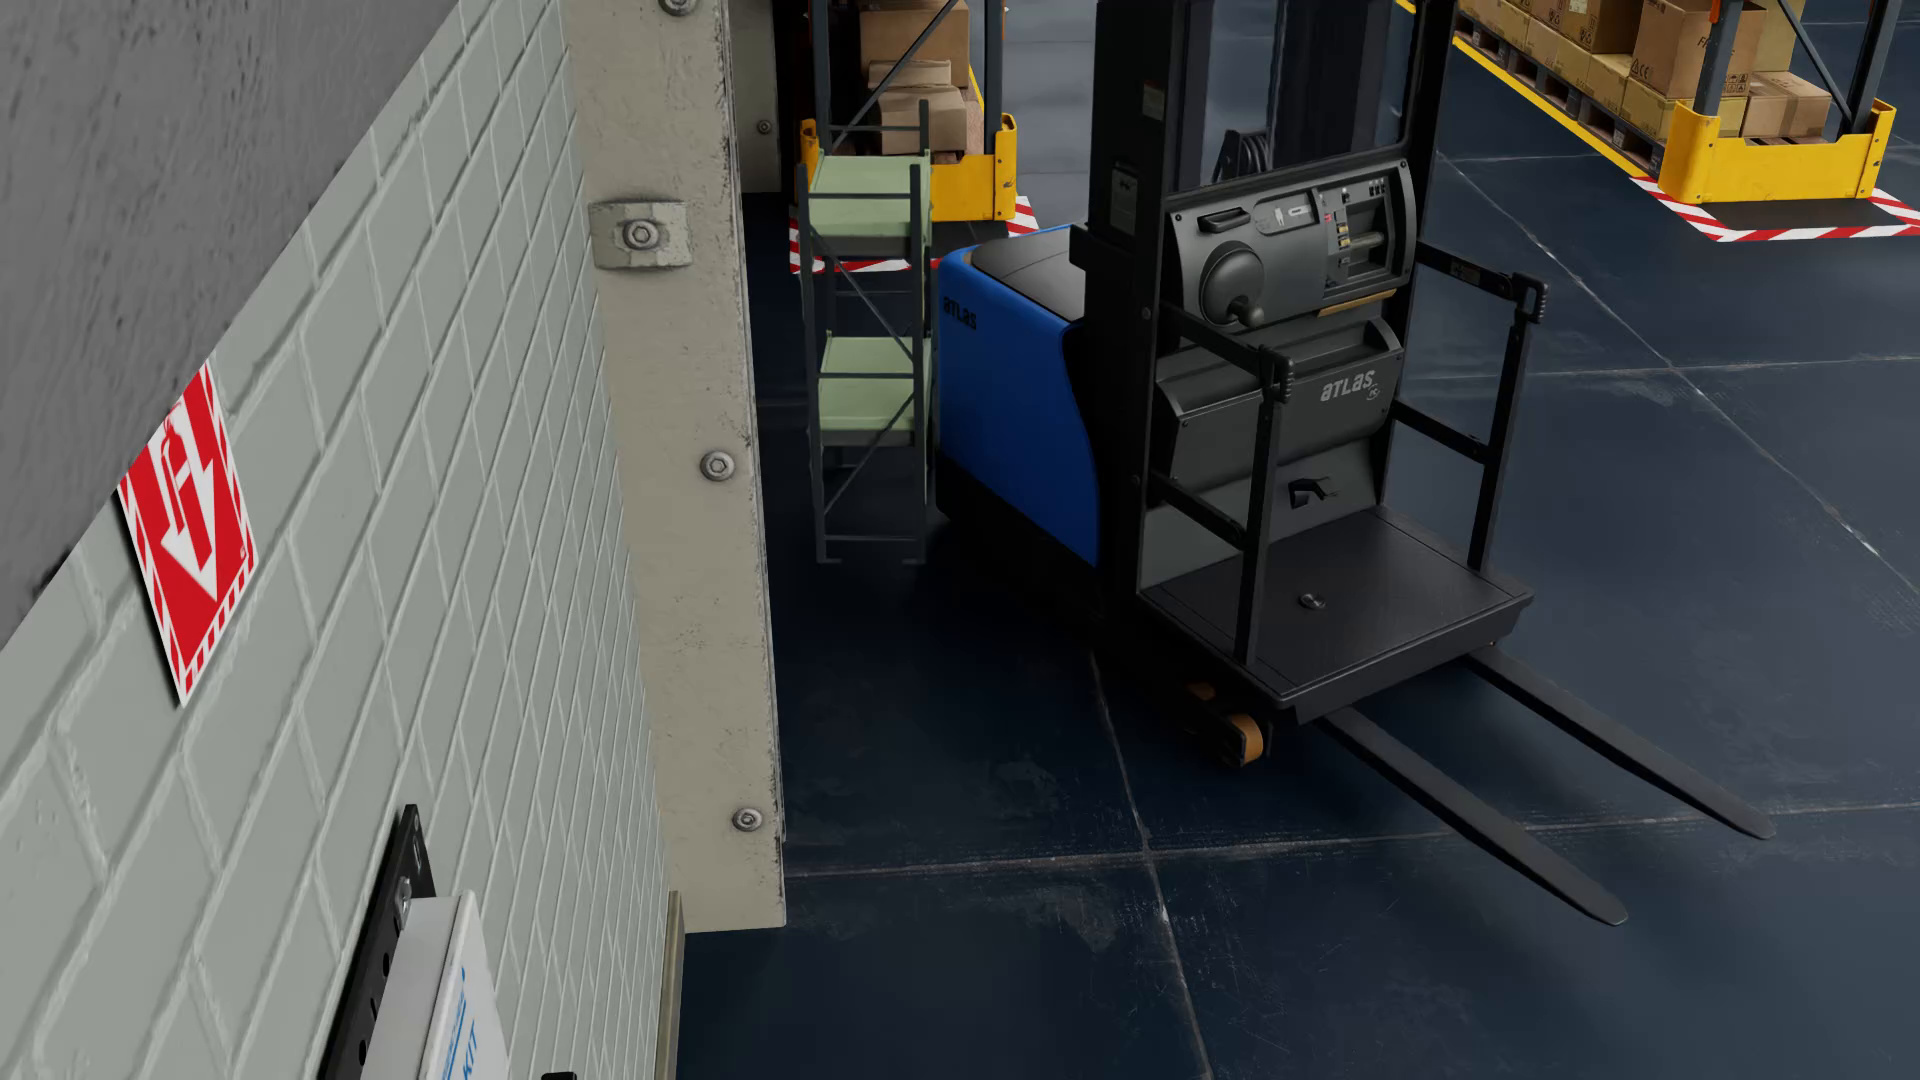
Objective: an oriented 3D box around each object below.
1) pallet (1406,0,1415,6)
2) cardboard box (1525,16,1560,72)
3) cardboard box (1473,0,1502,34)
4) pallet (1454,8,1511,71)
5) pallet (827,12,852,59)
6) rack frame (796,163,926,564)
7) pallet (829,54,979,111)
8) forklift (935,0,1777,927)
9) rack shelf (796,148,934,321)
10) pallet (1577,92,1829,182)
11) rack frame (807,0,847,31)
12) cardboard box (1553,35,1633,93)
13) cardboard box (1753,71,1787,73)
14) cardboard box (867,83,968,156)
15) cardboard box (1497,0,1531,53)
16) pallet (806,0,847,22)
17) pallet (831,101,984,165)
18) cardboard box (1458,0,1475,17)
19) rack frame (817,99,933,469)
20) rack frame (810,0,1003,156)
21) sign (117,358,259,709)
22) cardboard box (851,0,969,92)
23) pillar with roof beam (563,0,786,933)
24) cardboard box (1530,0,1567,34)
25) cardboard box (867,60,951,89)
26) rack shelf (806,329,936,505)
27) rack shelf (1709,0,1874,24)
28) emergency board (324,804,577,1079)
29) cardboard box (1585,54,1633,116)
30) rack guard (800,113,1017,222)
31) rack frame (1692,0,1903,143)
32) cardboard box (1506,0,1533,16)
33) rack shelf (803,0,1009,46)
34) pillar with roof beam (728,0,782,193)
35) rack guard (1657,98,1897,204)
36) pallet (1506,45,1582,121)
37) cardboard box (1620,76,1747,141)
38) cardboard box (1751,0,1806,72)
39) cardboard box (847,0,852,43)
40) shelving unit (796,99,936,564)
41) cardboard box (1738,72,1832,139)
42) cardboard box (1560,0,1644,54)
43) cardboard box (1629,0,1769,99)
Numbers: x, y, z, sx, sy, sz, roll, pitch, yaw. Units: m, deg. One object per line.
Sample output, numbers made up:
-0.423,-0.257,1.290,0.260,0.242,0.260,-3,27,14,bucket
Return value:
4.173,-4.543,13.649,1.003,0.211,1.213,-3,31,-5,pallet
4.158,-3.348,11.202,0.500,0.250,0.500,-3,31,-5,cardboard box
4.064,-3.859,12.057,0.500,0.250,0.500,-3,31,-5,cardboard box
4.313,-3.760,12.340,1.003,0.211,1.213,-3,31,-5,pallet
-0.553,-3.588,12.051,1.003,0.211,1.213,-3,31,-5,pallet
-0.326,-0.562,5.728,0.400,1.500,0.023,1,31,1,rack frame
-0.436,-2.964,11.006,1.003,0.211,1.213,-3,31,-5,pallet
1.120,-0.842,4.801,1.130,2.935,3.031,-18,35,-27,forklift
-0.319,-1.085,5.842,0.431,0.370,0.720,1,31,1,rack shelf
4.541,-2.515,10.254,1.003,0.211,1.213,-3,31,-5,pallet
-0.651,-5.126,11.907,1.000,3.000,0.127,-3,31,-5,rack frame
4.203,-3.093,10.774,0.500,0.250,0.500,-3,31,-5,cardboard box
4.776,-2.863,10.389,0.500,0.250,0.500,-3,31,-5,cardboard box
-0.252,-2.476,9.663,0.500,0.311,0.500,-6,31,-10,cardboard box
4.106,-3.603,11.629,0.500,0.250,0.500,-3,31,-5,cardboard box
-0.725,-4.327,13.288,1.003,0.211,1.213,-3,31,-5,pallet
-0.325,-2.342,9.965,1.003,0.211,1.213,-3,31,-5,pallet
4.022,-4.114,12.484,0.500,0.250,0.500,-3,31,-5,cardboard box
-0.311,-0.937,6.356,0.400,1.500,0.023,1,31,1,rack frame
-0.277,-3.084,8.488,1.000,3.000,0.127,-3,31,-5,rack frame
-0.549,-0.059,1.164,0.001,0.298,0.199,-3,31,-5,sign
-0.324,-3.225,10.733,0.700,0.500,0.500,-5,31,-8,cardboard box
3.643,-3.118,2.695,9.100,9.000,0.400,-3,31,-5,pillar with roof beam
4.155,-3.670,11.009,0.500,0.500,0.500,-3,31,-5,cardboard box
-0.305,-2.767,10.151,0.500,0.311,0.500,0,31,0,cardboard box
-0.318,-0.470,6.209,0.431,0.370,0.720,1,31,1,rack shelf
4.468,-4.036,10.783,1.077,0.370,4.000,-3,31,-5,rack shelf
-0.450,0.927,1.773,0.194,1.169,0.643,-3,31,-5,emergency board
4.252,-2.837,10.347,0.500,0.250,0.500,-3,31,-5,cardboard box
-0.284,-2.050,9.194,1.175,0.500,0.348,-3,31,-5,rack guard
4.655,-3.323,8.889,1.000,3.000,0.127,-3,31,-5,rack frame
4.106,-3.925,11.436,0.500,0.500,0.500,-3,31,-5,cardboard box
-0.464,-3.796,10.382,1.077,0.370,4.000,-3,31,-5,rack shelf
3.082,-6.182,7.824,9.100,9.000,0.400,-3,31,-5,pillar with roof beam
4.657,-2.238,9.509,1.175,0.500,0.348,-3,31,-5,rack guard
4.431,-3.136,11.294,1.003,0.211,1.213,-3,31,-5,pallet
4.310,-2.583,9.921,0.500,0.250,0.500,-3,31,-5,cardboard box
4.777,-3.185,10.197,0.500,0.500,0.500,-3,31,-5,cardboard box
-0.514,-3.714,11.551,0.500,0.500,0.500,-5,31,-8,cardboard box
-0.319,-0.750,6.042,0.431,1.500,0.755,1,31,1,shelving unit
4.826,-2.608,9.962,0.500,0.250,0.500,-3,31,-5,cardboard box
4.200,-3.414,10.582,0.500,0.500,0.500,-3,31,-5,cardboard box
4.308,-2.905,9.728,0.500,0.500,0.500,-3,31,-5,cardboard box
